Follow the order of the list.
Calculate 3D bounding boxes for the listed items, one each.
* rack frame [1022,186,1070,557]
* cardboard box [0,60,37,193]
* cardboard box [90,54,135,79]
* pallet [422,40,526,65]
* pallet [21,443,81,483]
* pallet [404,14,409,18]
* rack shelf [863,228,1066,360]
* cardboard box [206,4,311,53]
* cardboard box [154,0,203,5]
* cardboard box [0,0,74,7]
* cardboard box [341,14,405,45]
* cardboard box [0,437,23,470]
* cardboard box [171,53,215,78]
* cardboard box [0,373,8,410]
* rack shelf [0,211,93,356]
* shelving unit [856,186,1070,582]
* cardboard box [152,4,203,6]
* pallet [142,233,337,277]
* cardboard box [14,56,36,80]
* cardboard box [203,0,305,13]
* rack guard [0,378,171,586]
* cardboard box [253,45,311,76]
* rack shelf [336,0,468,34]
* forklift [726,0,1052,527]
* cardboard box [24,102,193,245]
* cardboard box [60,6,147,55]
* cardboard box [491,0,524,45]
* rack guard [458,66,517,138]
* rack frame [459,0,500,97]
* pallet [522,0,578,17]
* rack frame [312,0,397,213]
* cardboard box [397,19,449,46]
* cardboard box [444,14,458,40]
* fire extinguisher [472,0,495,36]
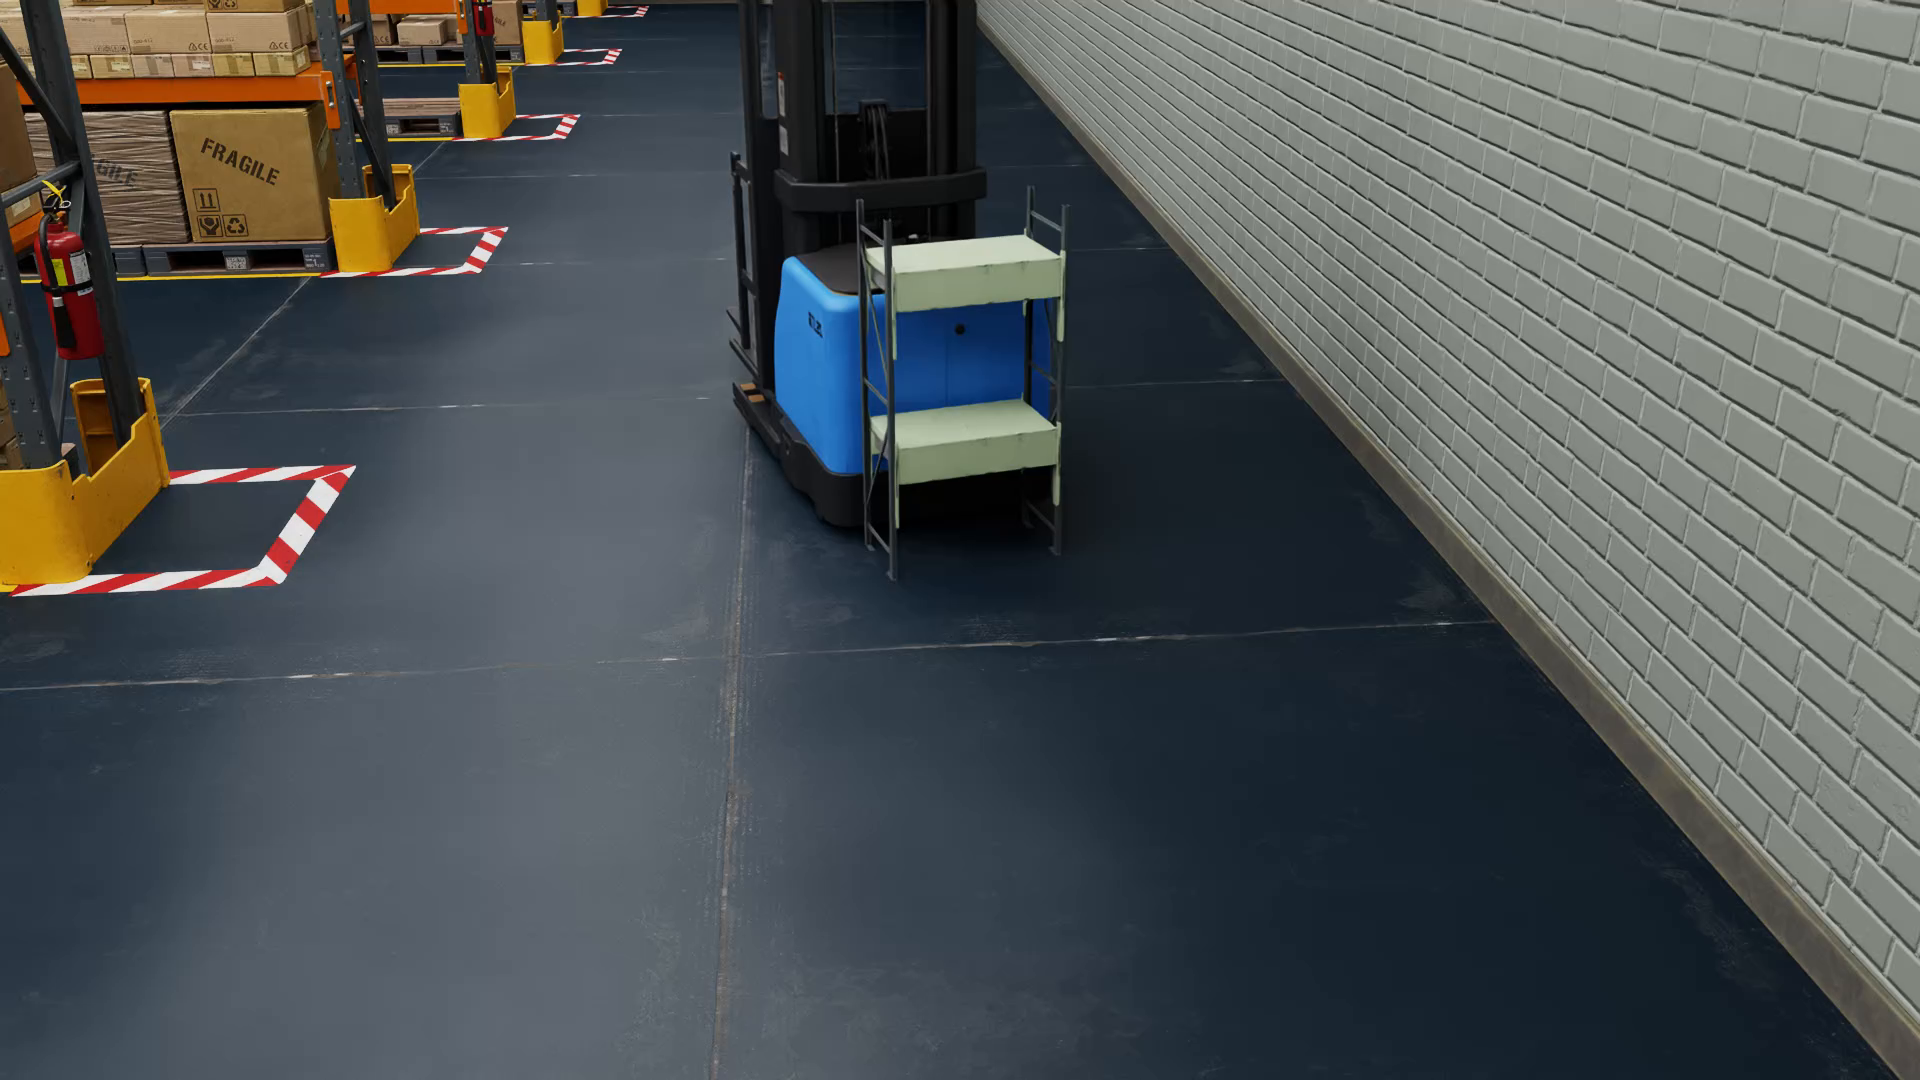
[{"bbox_3d":[0.354,-0.691,6.958,0.023,1.500,0.400,-8,25,-18],"label":"rack frame"},{"bbox_3d":[-4.251,-1.703,6.898,0.500,0.500,0.500,-1,24,-3],"label":"cardboard box"},{"bbox_3d":[-5.502,-3.133,10.914,0.250,0.149,0.380,-3,24,-6],"label":"cardboard box"},{"bbox_3d":[-6.003,-6.131,20.784,1.213,0.211,1.003,-2,24,-5],"label":"pallet"},{"bbox_3d":[-4.665,-0.132,7.287,1.213,0.211,1.003,-2,24,-5],"label":"pallet"},{"bbox_3d":[-8.841,-8.007,25.005,1.213,0.211,1.003,-2,24,-5],"label":"pallet"},{"bbox_3d":[0.009,-0.997,6.686,0.720,0.370,0.431,-8,25,-18],"label":"rack shelf"},{"bbox_3d":[-4.620,-3.377,10.973,0.500,0.250,0.500,-3,24,-6],"label":"cardboard box"},{"bbox_3d":[-5.166,-3.916,11.263,0.500,0.500,0.500,-3,24,-6],"label":"cardboard box"},{"bbox_3d":[-6.204,-3.529,11.314,0.500,0.250,0.500,-3,24,-6],"label":"cardboard box"},{"bbox_3d":[-7.246,-6.418,20.529,0.637,0.503,0.797,-2,24,-5],"label":"cardboard box"},{"bbox_3d":[-4.330,-0.425,7.506,0.250,0.149,0.380,-2,24,-4],"label":"cardboard box"},{"bbox_3d":[-4.996,-3.153,10.961,0.250,0.149,0.380,-2,24,-5],"label":"cardboard box"},{"bbox_3d":[-4.332,-0.705,7.403,0.250,0.149,0.380,-3,24,-8],"label":"cardboard box"},{"bbox_3d":[-5.768,-1.019,6.735,4.000,0.370,1.077,-2,24,-5],"label":"rack shelf"},{"bbox_3d":[0.009,-0.641,6.845,0.755,1.500,0.431,-8,25,-18],"label":"shelving unit"},{"bbox_3d":[-5.185,-3.570,11.408,0.500,0.250,0.500,-3,24,-6],"label":"cardboard box"},{"bbox_3d":[-4.952,-2.098,11.711,1.213,0.211,1.003,-2,24,-5],"label":"pallet"},{"bbox_3d":[-6.007,-3.113,10.870,0.250,0.149,0.380,-2,24,-4],"label":"cardboard box"},{"bbox_3d":[-4.623,-3.721,10.823,0.500,0.500,0.500,-2,24,-4],"label":"cardboard box"},{"bbox_3d":[-3.853,-0.282,7.269,0.348,0.500,1.175,-2,24,-5],"label":"rack guard"},{"bbox_3d":[-4.486,-3.174,11.007,0.250,0.149,0.380,-2,24,-4],"label":"cardboard box"},{"bbox_3d":[-6.641,-5.030,15.758,4.000,0.370,1.077,-2,24,-5],"label":"rack shelf"},{"bbox_3d":[-0.552,-1.970,8.073,1.130,2.935,3.031,-8,25,-18],"label":"forklift"},{"bbox_3d":[-5.699,-2.563,11.422,0.875,0.875,0.875,-2,24,-5],"label":"cardboard box"},{"bbox_3d":[-5.632,-3.337,10.882,0.500,0.250,0.500,-3,24,-7],"label":"cardboard box"},{"bbox_3d":[-5.651,-6.378,20.442,0.500,0.500,0.500,-2,24,-5],"label":"cardboard box"},{"bbox_3d":[-4.628,-4.302,16.314,0.348,0.500,1.175,-2,24,-5],"label":"rack guard"},{"bbox_3d":[-4.651,-5.438,15.792,0.127,3.000,1.000,-2,24,-5],"label":"rack frame"},{"bbox_3d":[-6.413,-8.105,25.225,1.213,0.211,1.003,-2,24,-5],"label":"pallet"},{"bbox_3d":[-4.164,-3.436,11.288,0.127,3.000,1.000,-2,24,-5],"label":"rack frame"},{"bbox_3d":[-6.599,-6.238,20.435,0.500,0.250,0.500,-2,24,-5],"label":"cardboard box"},{"bbox_3d":[-6.201,-6.458,20.930,0.500,0.250,0.500,-2,24,-5],"label":"cardboard box"},{"bbox_3d":[-4.456,-5.055,15.484,0.183,0.674,0.296,-2,24,-5],"label":"fire extinguisher"}]
